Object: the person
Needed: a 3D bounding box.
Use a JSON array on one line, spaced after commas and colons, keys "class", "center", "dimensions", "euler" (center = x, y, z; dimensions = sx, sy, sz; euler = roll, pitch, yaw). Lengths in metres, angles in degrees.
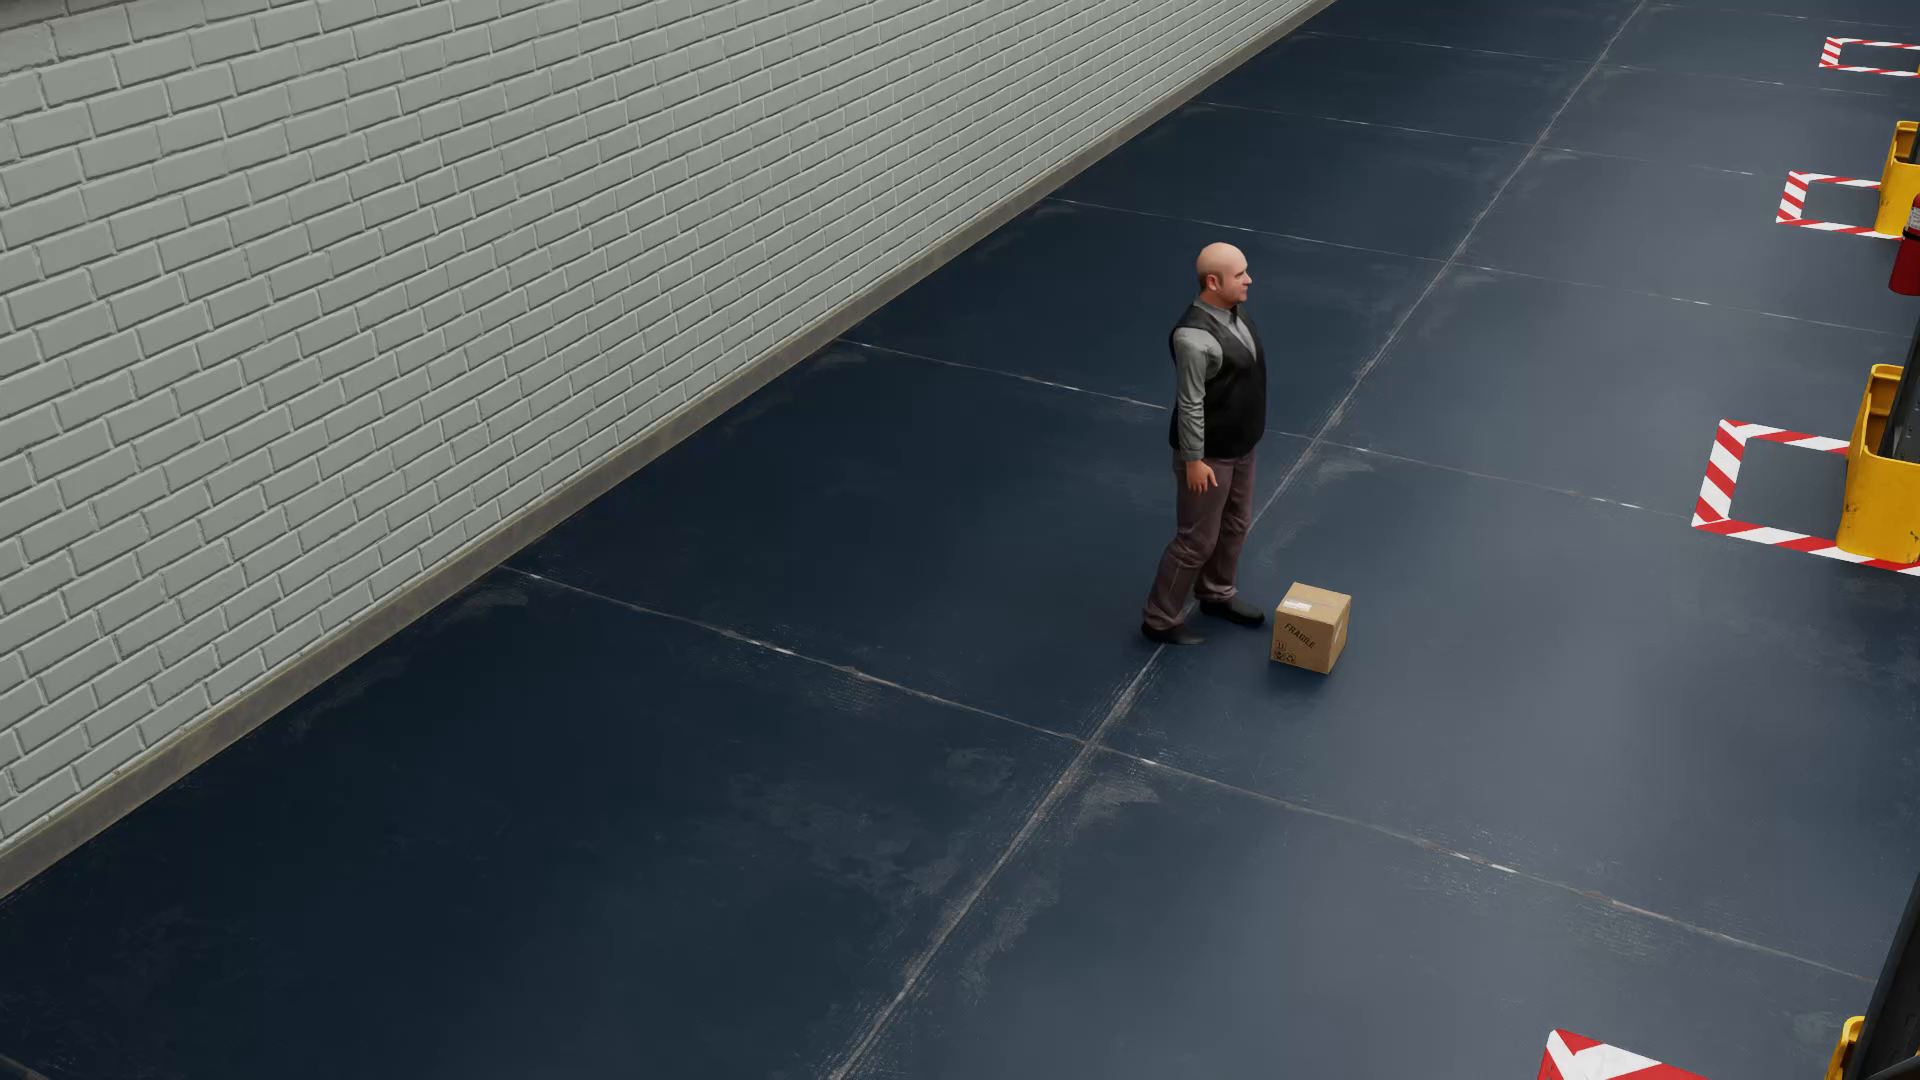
[{"class": "person", "center": [1.070, -0.363, 6.828], "dimensions": [0.452, 1.760, 0.540], "euler": [15, 33, 25]}]
